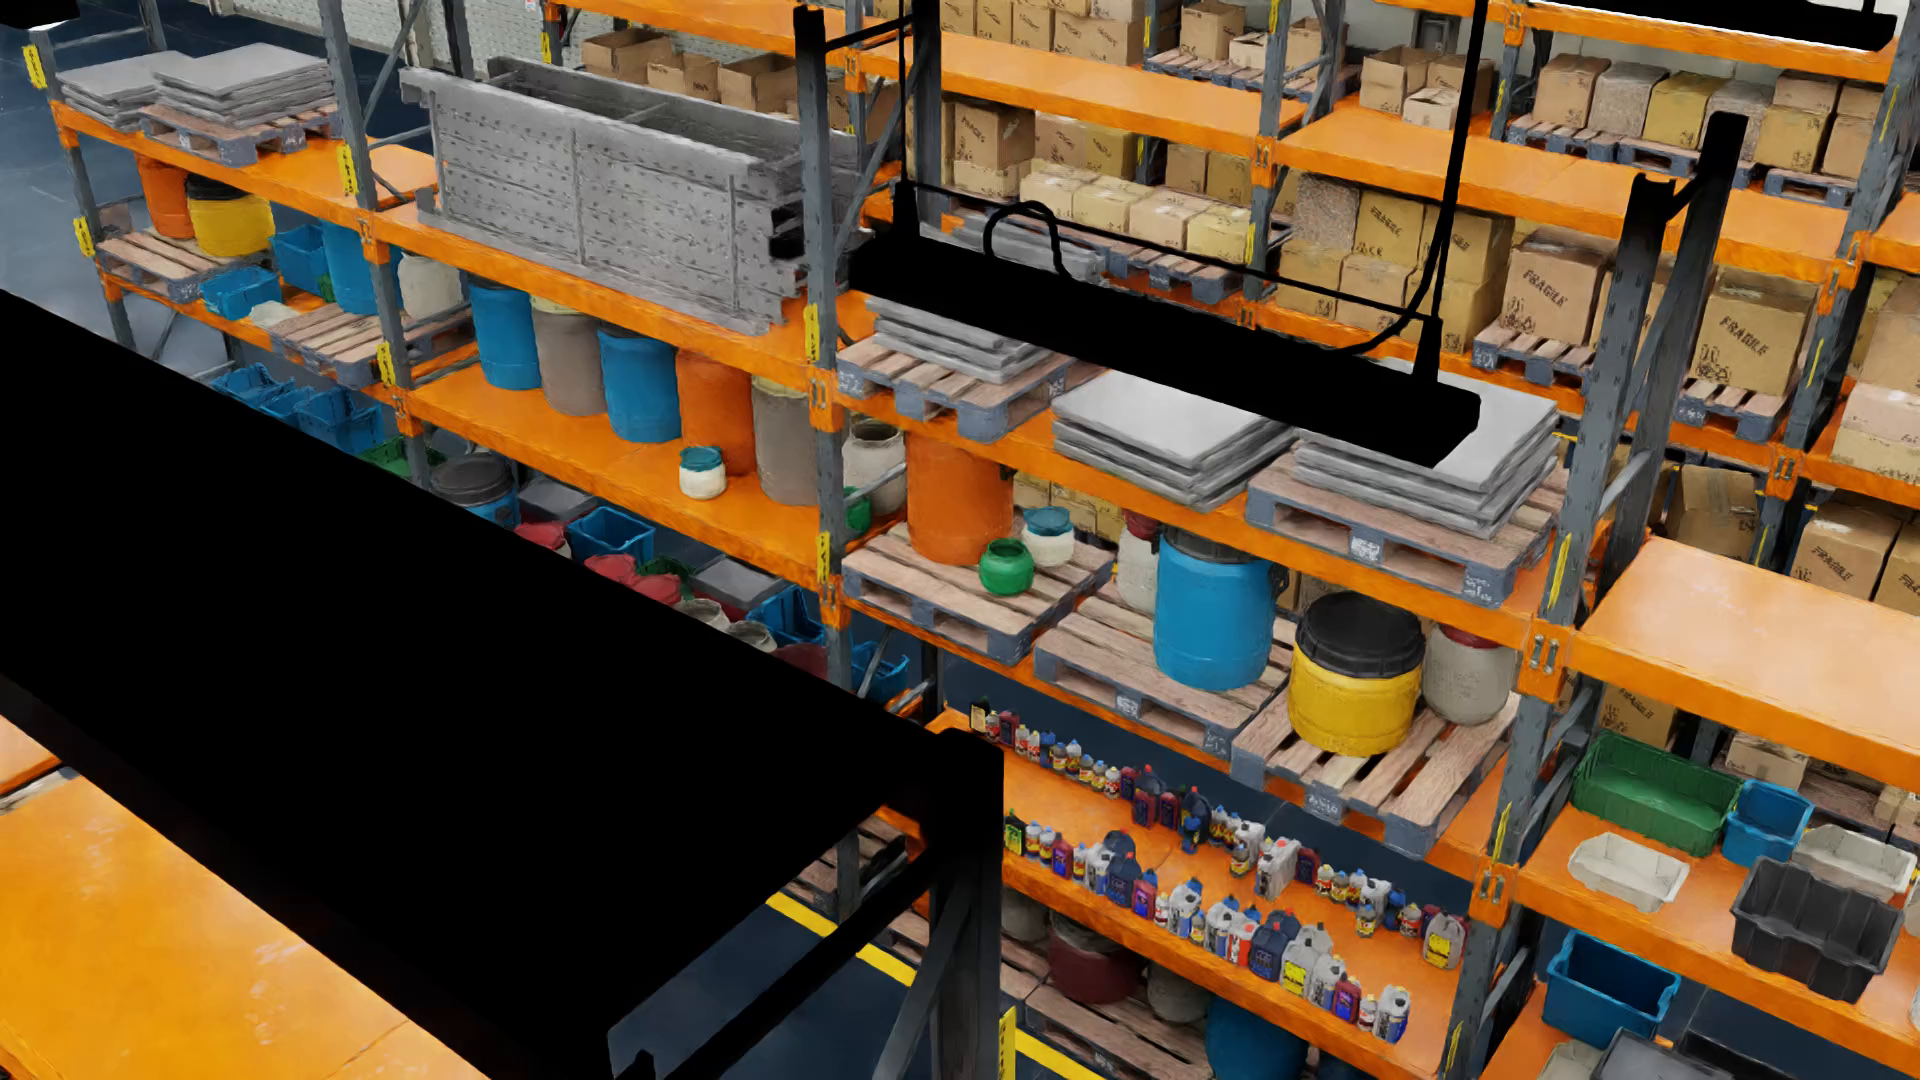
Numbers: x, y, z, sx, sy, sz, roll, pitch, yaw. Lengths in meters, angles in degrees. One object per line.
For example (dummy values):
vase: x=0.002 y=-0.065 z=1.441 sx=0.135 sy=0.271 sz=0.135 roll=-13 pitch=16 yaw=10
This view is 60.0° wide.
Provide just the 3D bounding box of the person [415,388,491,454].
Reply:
person: x=-5.014 y=-1.230 z=15.979 sx=1.037 sy=1.338 sz=0.441 roll=16 pitch=35 yaw=24
